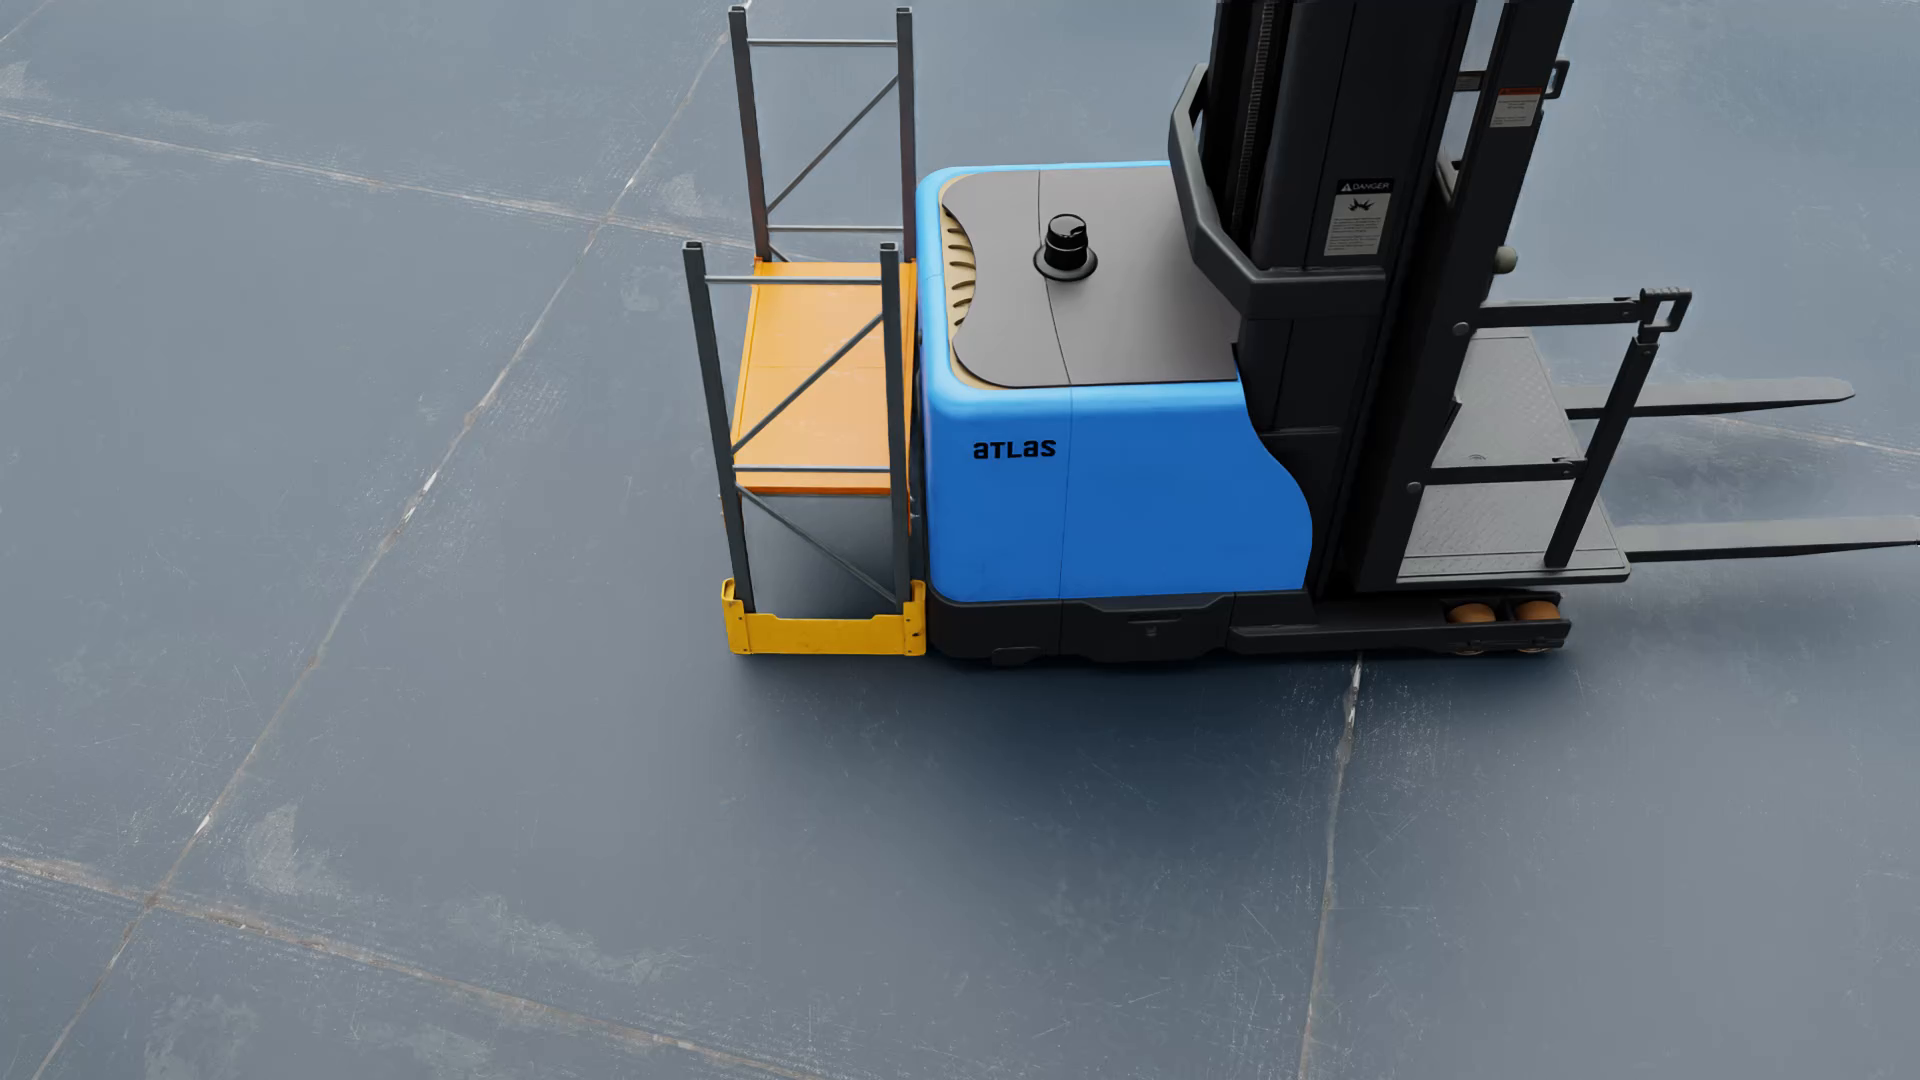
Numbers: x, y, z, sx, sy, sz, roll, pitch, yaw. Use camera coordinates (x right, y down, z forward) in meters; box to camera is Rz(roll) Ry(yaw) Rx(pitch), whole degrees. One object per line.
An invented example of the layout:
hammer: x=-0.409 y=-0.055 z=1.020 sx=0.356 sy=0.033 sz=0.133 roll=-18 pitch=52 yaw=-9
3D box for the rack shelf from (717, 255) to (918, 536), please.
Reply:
rack shelf: x=-0.386 y=-0.447 z=4.884 sx=0.538 sy=0.185 sz=1.000 roll=1 pitch=49 yaw=0

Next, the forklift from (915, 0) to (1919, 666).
forklift: x=1.395 y=-1.025 z=4.200 sx=3.031 sy=2.935 sz=1.130 roll=-2 pitch=49 yaw=-2

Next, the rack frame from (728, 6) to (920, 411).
rack frame: x=-0.380 y=-0.948 z=5.086 sx=0.500 sy=1.500 sz=0.032 roll=1 pitch=49 yaw=0

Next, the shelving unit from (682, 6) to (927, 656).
shelving unit: x=-0.386 y=-0.560 z=4.744 sx=0.587 sy=1.500 sz=1.083 roll=1 pitch=49 yaw=0

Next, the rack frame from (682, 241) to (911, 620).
rack frame: x=-0.393 y=-0.185 z=4.413 sx=0.500 sy=1.500 sz=0.032 roll=1 pitch=49 yaw=0

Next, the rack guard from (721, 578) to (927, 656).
rack guard: x=-0.393 y=0.227 z=4.883 sx=0.587 sy=0.250 sz=0.087 roll=1 pitch=49 yaw=0
